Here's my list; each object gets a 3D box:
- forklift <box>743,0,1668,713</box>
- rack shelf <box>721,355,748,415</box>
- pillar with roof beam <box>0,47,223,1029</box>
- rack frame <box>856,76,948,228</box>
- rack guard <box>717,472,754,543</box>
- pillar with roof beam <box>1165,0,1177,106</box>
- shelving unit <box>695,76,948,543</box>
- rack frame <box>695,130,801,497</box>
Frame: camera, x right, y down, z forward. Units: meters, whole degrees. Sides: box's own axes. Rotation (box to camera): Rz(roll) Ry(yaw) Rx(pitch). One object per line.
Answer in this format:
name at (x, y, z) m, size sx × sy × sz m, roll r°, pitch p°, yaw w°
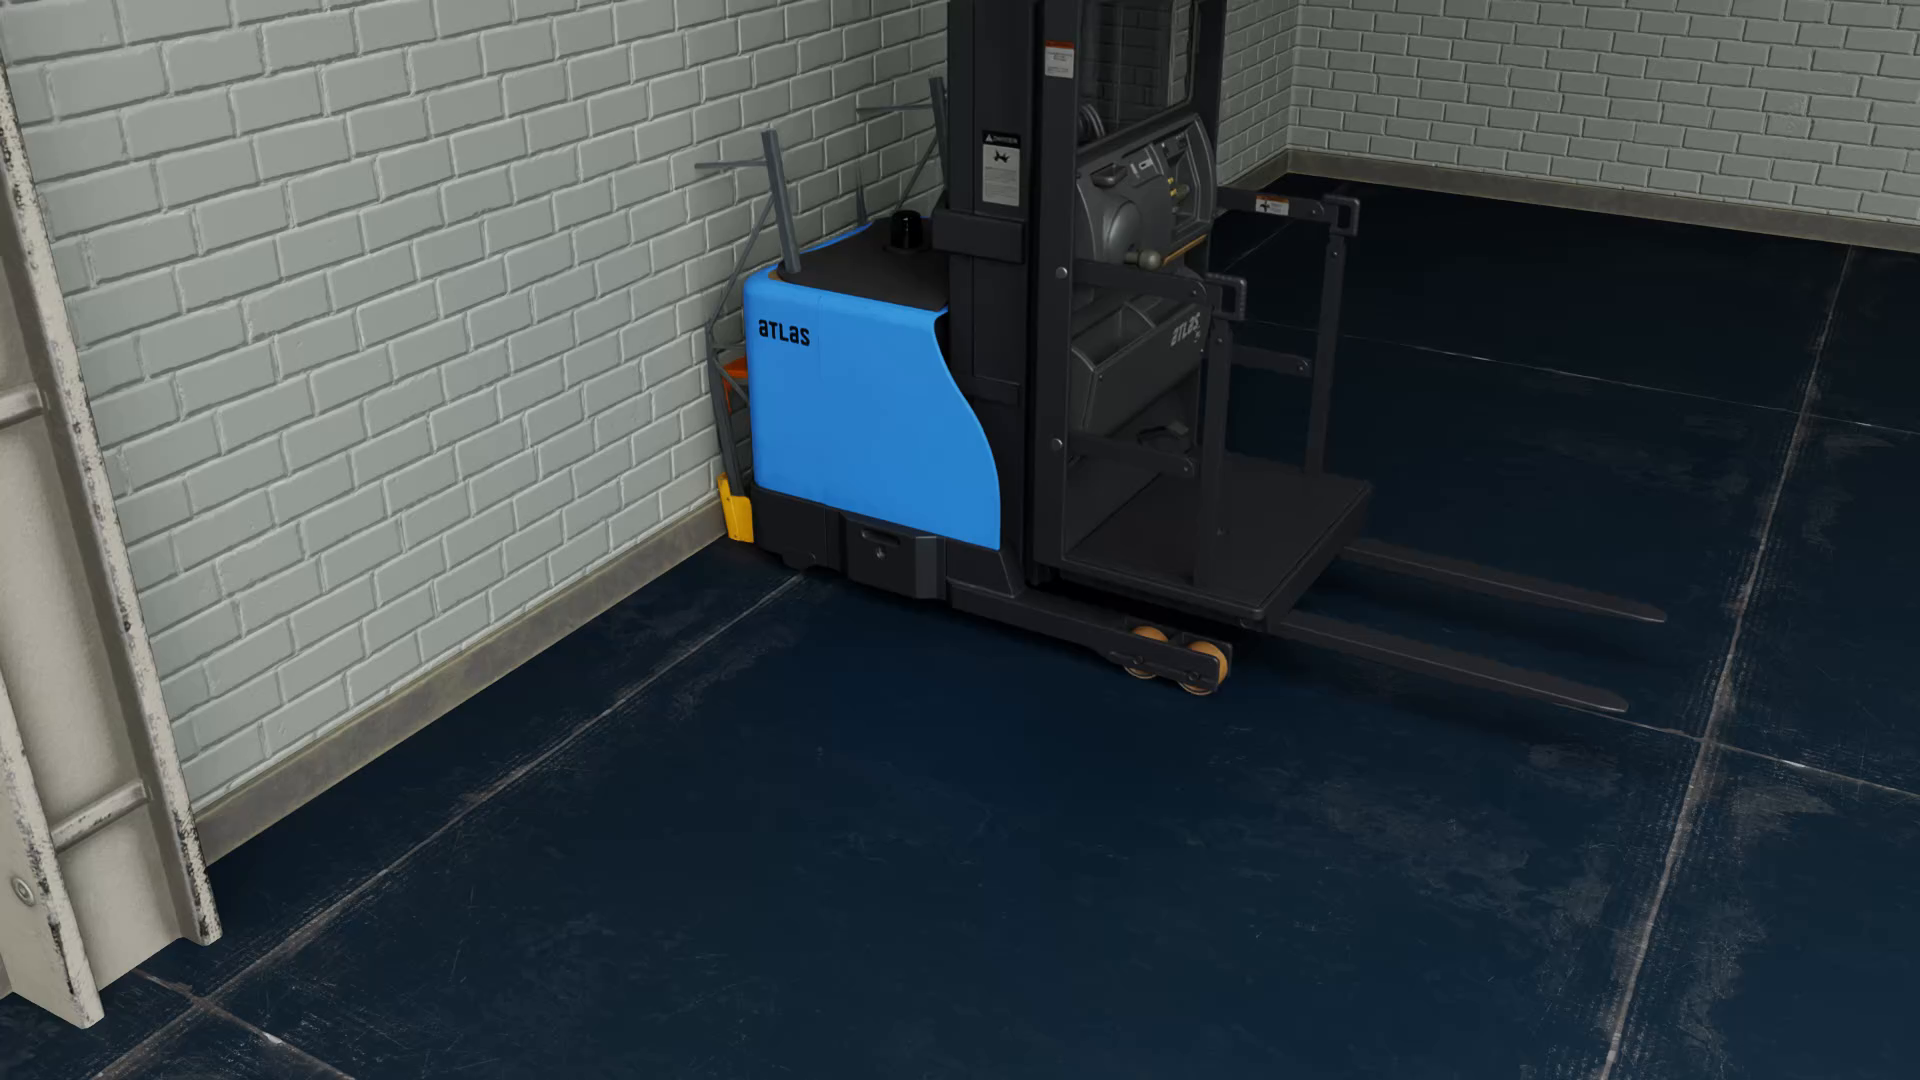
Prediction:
forklift at (0.775, -1.091, 5.156) m, size 3.031 × 2.935 × 1.130 m, roll 15°, pitch 30°, yaw 27°
rack shelf at (-0.422, -0.708, 6.324) m, size 0.538 × 0.185 × 1.000 m, roll 6°, pitch 26°, yaw 33°
pillar with roof beam at (1.641, -2.028, 0.248) m, size 9.100 × 9.000 × 0.400 m, roll 14°, pitch 30°, yaw 26°
rack frame at (-0.177, -1.068, 6.643) m, size 0.500 × 1.500 × 0.032 m, roll 6°, pitch 26°, yaw 33°
rack guard at (-0.629, -0.104, 6.104) m, size 0.587 × 0.250 × 0.087 m, roll 6°, pitch 26°, yaw 33°
pillar with roof beam at (4.592, -4.366, 4.920) m, size 9.100 × 9.000 × 0.400 m, roll 14°, pitch 30°, yaw 26°
shelving unit at (-0.452, -0.869, 6.251) m, size 0.587 × 1.500 × 1.083 m, roll 6°, pitch 26°, yaw 33°
rack frame at (-0.717, -0.678, 5.874) m, size 0.500 × 1.500 × 0.032 m, roll 6°, pitch 26°, yaw 33°
